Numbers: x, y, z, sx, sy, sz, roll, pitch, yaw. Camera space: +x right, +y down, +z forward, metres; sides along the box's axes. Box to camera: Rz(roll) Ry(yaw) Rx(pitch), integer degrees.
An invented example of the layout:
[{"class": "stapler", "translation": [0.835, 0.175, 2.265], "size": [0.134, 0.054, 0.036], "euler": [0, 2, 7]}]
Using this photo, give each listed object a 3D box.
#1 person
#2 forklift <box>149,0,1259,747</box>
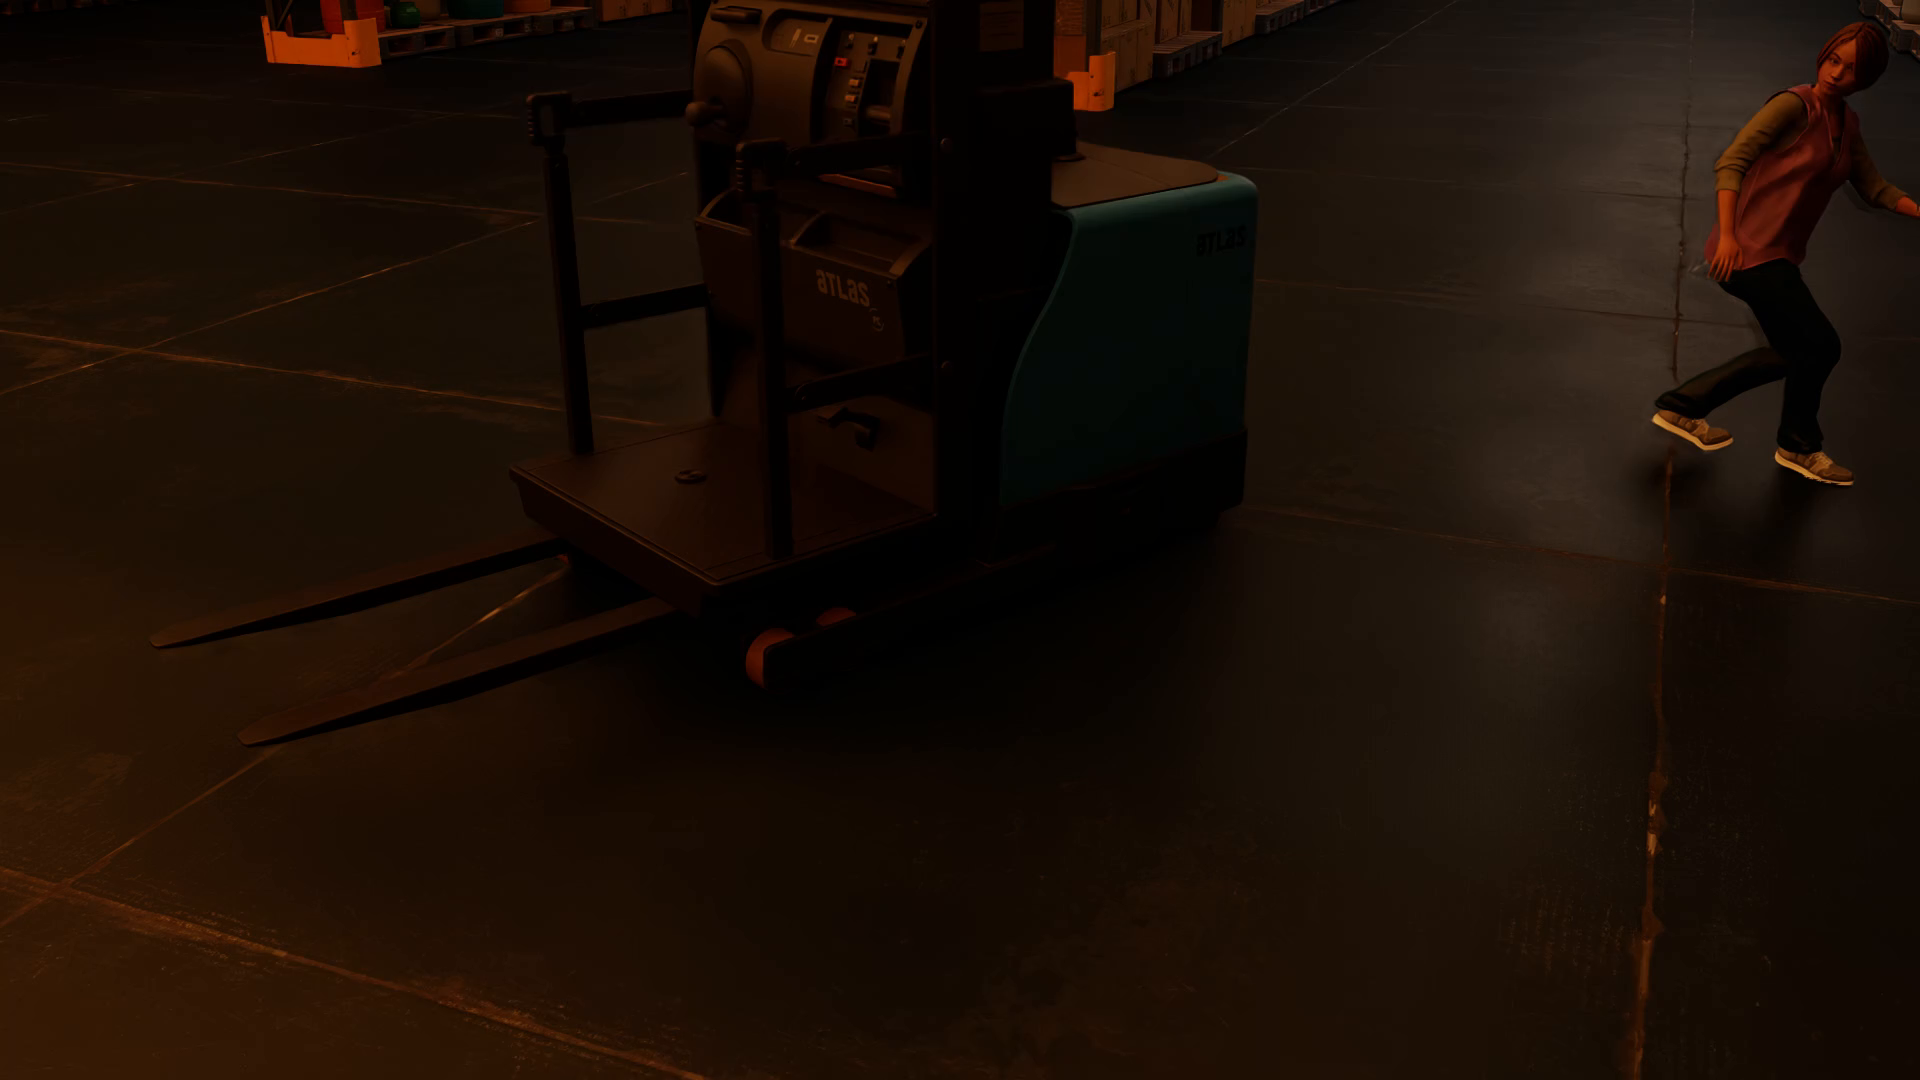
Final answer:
[{"class": "person", "translation": [2.688, -0.876, 5.314], "size": [0.773, 1.476, 0.730], "euler": [19, 30, 38]}, {"class": "forklift", "translation": [-0.560, -1.192, 4.144], "size": [3.031, 2.935, 1.130], "euler": [-18, 29, -37]}]
